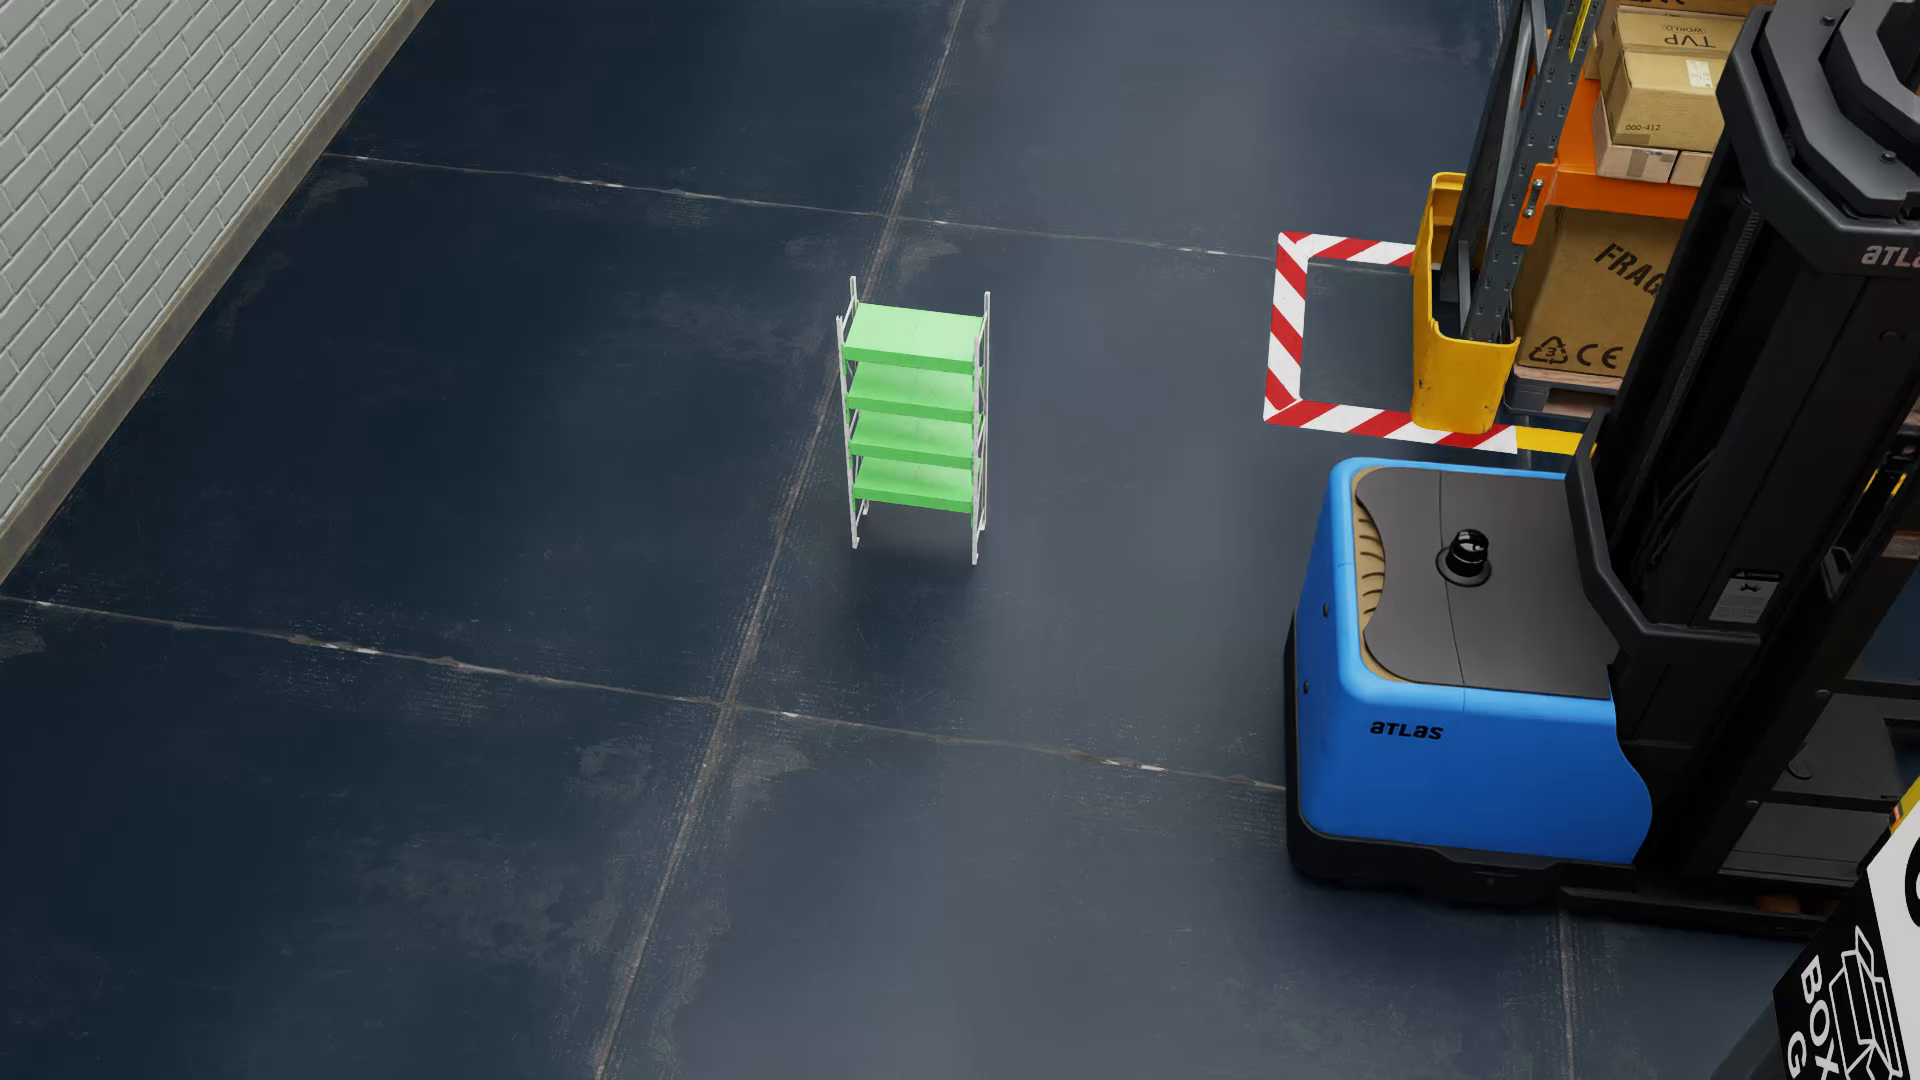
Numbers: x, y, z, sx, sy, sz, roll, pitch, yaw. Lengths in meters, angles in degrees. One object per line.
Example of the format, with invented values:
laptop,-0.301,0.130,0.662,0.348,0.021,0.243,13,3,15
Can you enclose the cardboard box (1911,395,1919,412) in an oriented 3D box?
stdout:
cardboard box,3.776,-1.176,6.908,0.875,0.875,0.875,8,49,7

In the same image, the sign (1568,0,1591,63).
sign,2.132,-1.803,5.690,0.005,0.325,0.100,8,49,7

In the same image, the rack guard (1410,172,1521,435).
rack guard,2.213,-1.060,7.339,0.348,0.500,1.175,8,49,7

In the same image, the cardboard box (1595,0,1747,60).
cardboard box,2.760,-2.072,6.468,0.500,0.250,0.500,7,48,6

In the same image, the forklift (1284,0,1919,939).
forklift,2.672,-0.063,4.808,3.031,2.935,1.130,5,48,4

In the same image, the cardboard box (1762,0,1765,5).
cardboard box,3.259,-2.004,6.407,0.500,0.250,0.500,7,48,6

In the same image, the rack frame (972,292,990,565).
rack frame,0.077,-0.391,6.266,0.015,1.200,0.240,8,49,7

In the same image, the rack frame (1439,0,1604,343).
rack frame,2.236,-1.893,6.406,0.127,3.000,1.000,8,49,7

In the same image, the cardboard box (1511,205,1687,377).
cardboard box,2.880,-1.297,7.017,0.875,0.875,0.875,8,49,7

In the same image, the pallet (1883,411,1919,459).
pallet,4.234,-0.749,7.253,1.213,0.211,1.003,8,49,7

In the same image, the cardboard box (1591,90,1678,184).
cardboard box,2.527,-1.520,6.240,0.250,0.149,0.380,8,49,7

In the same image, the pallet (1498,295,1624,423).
pallet,3.037,-0.912,7.400,1.213,0.211,1.003,8,49,7

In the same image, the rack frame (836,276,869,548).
rack frame,-0.403,-0.455,6.324,0.015,1.200,0.240,8,49,7

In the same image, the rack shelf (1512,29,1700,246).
rack shelf,4.204,-1.387,6.436,4.000,0.370,1.077,8,49,7

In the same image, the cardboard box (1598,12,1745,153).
cardboard box,2.661,-1.681,6.116,0.500,0.250,0.500,7,48,6

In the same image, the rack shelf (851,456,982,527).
rack shelf,-0.163,-0.220,6.521,0.480,0.148,0.258,8,49,7

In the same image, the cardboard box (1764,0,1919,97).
cardboard box,3.153,-1.865,5.778,0.500,0.500,0.500,7,48,6

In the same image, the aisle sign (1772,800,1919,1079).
aisle sign,1.337,0.640,2.383,0.004,0.787,0.394,8,49,7

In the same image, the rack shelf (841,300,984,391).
rack shelf,-0.163,-0.701,5.986,0.480,0.148,0.258,8,49,7

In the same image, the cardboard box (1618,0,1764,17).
cardboard box,2.762,-2.320,6.187,0.500,0.500,0.500,8,49,7

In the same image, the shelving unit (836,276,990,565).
shelving unit,-0.163,-0.423,6.295,0.503,1.200,0.258,8,49,7

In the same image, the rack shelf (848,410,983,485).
rack shelf,-0.163,-0.380,6.343,0.480,0.148,0.258,8,49,7

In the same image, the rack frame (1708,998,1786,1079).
rack frame,1.356,1.731,3.150,0.053,2.616,0.949,8,49,7

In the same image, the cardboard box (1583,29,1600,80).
cardboard box,2.645,-2.002,6.674,0.250,0.149,0.380,9,49,8

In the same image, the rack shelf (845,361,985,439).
rack shelf,-0.163,-0.541,6.164,0.480,0.148,0.258,8,49,7

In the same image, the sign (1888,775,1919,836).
sign,1.437,0.361,2.435,0.005,0.325,0.100,8,49,7

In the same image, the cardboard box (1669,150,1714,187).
cardboard box,2.780,-1.487,6.211,0.250,0.149,0.380,7,48,6
